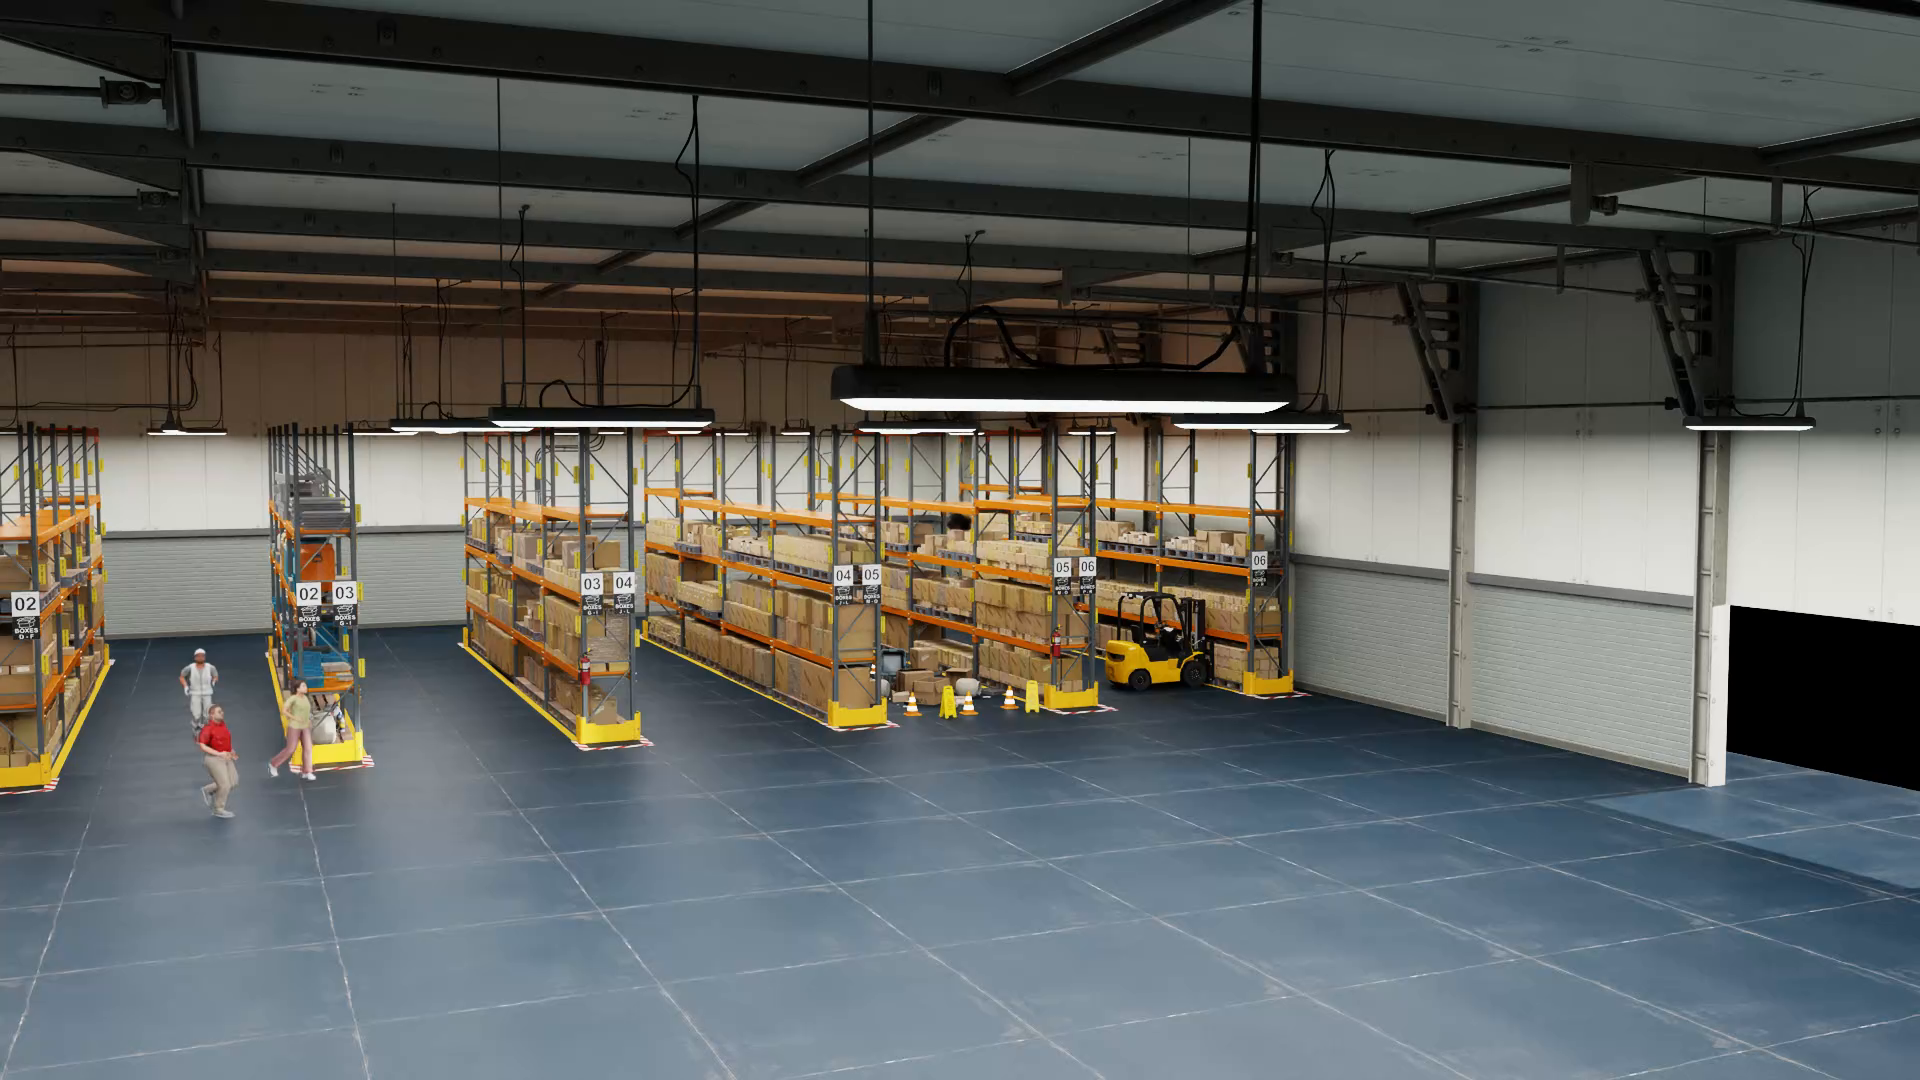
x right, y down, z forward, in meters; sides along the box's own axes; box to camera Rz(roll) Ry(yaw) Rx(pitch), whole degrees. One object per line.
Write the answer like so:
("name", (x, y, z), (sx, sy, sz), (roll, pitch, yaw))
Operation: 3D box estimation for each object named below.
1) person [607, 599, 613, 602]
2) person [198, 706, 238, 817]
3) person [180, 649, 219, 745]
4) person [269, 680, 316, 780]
("person", (-10.228, 1.991, 47.235), (0.824, 1.773, 0.747), (0, 3, 3))
("person", (-11.255, 3.352, 25.186), (0.578, 1.688, 0.665), (0, 3, 5))
("person", (-14.214, 2.936, 31.135), (0.644, 1.786, 0.667), (-2, 4, -33))
("person", (-11.116, 3.174, 28.007), (0.953, 1.634, 0.640), (1, 4, 23))
